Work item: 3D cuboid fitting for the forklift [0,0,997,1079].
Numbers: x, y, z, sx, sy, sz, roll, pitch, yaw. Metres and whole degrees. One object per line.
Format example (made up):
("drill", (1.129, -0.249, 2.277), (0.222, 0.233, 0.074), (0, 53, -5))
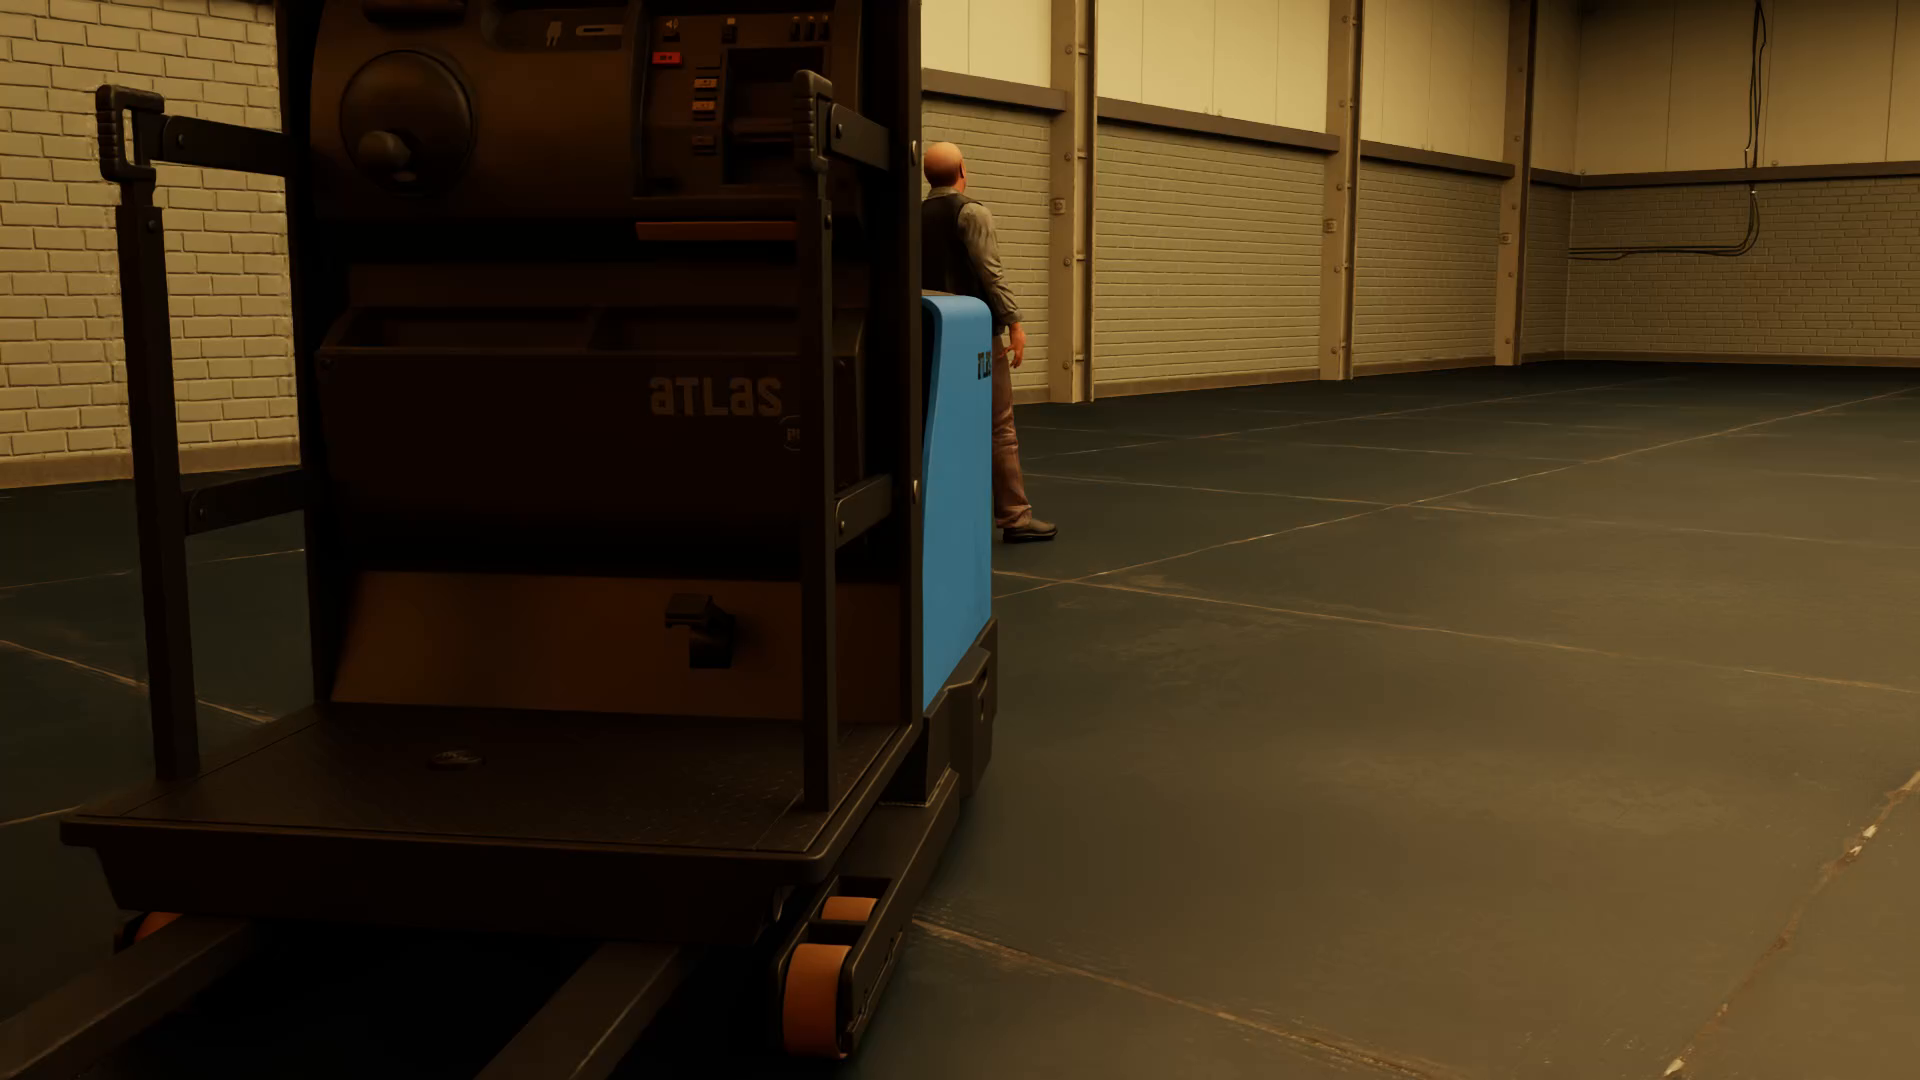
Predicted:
("forklift", (-0.645, -0.766, 2.519), (1.130, 2.935, 3.031), (1, 8, 9))

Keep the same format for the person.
("person", (0.045, -0.865, 7.322), (0.632, 1.720, 0.568), (7, 11, 38))
